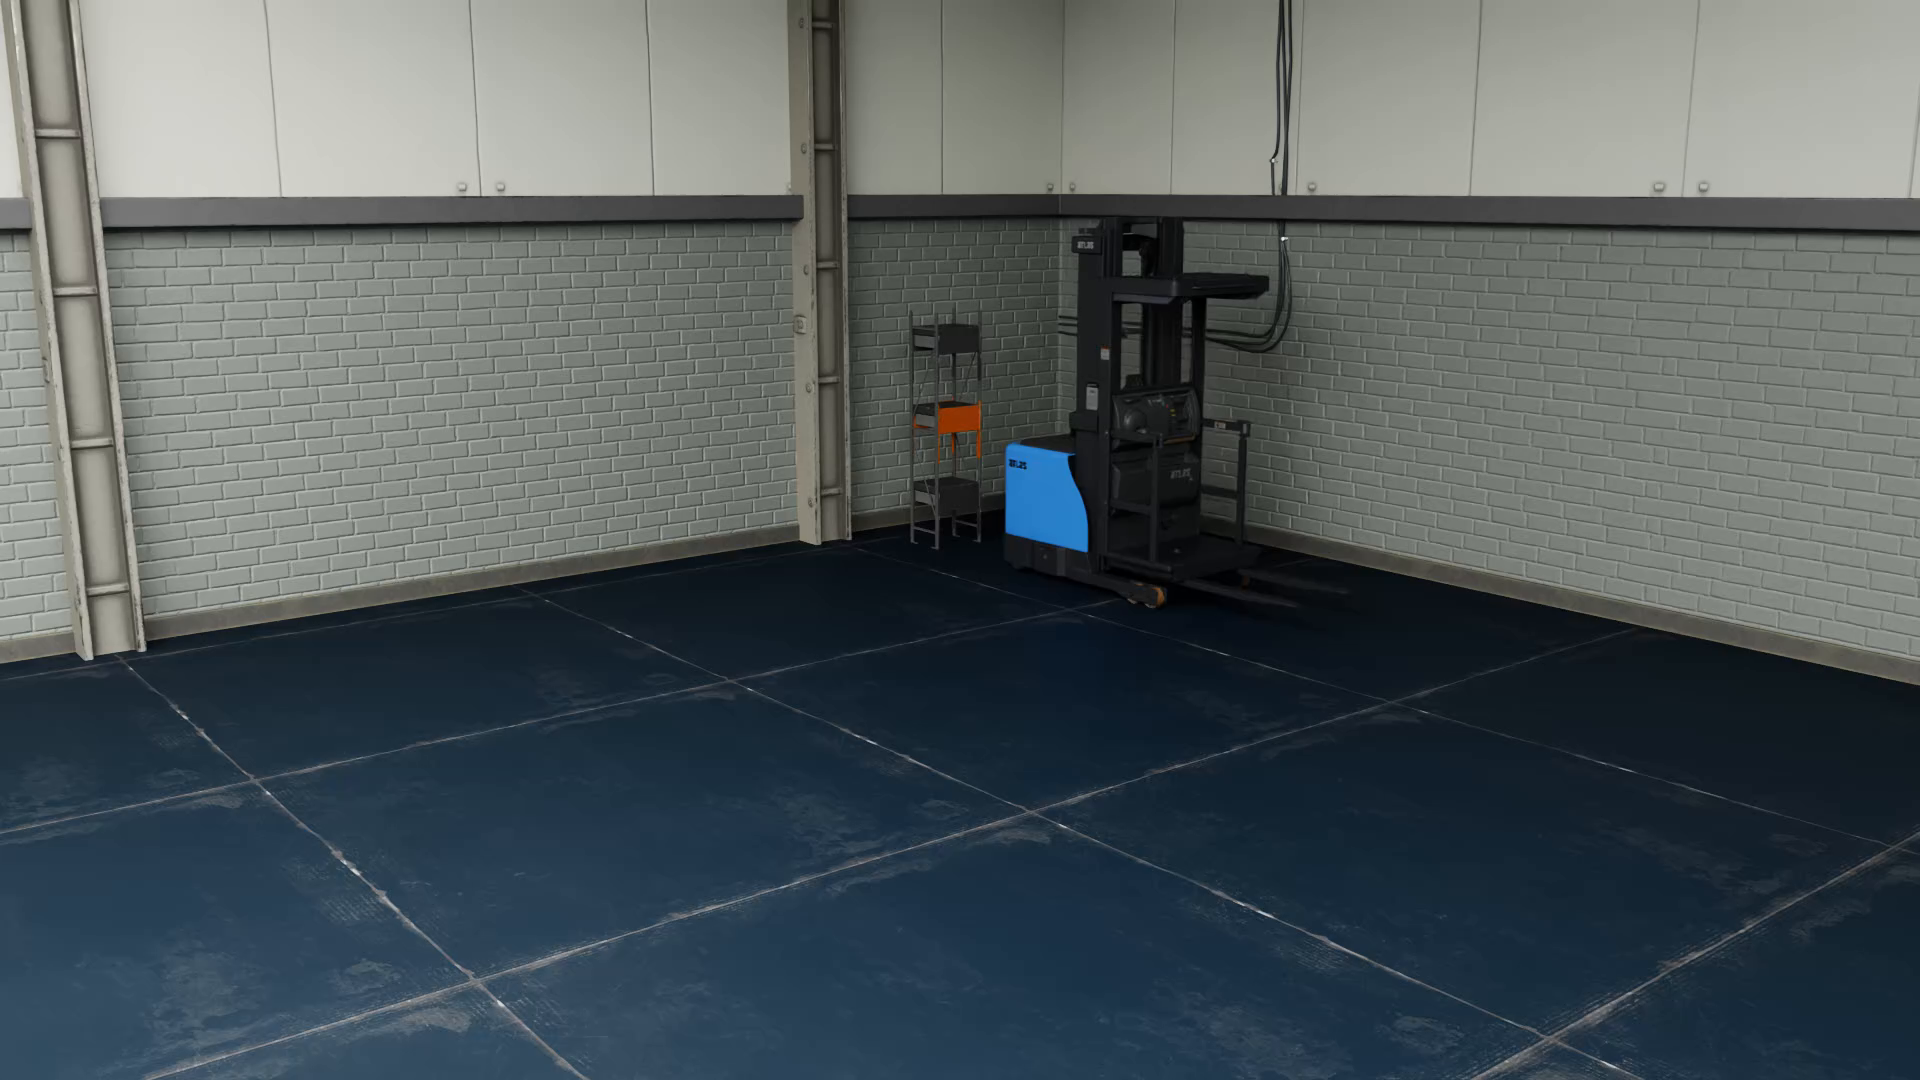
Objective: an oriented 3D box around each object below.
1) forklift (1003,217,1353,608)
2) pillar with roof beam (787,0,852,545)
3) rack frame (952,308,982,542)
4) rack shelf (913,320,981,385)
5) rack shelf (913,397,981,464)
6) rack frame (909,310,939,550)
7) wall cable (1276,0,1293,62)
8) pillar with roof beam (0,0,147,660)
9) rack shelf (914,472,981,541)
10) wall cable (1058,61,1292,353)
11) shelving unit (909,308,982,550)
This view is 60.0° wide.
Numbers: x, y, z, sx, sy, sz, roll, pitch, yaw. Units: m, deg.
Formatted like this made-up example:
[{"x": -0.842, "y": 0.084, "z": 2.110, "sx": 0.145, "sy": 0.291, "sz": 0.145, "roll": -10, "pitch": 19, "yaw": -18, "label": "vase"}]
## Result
[{"x": 1.695, "y": -1.026, "z": 13.024, "sx": 1.130, "sy": 2.935, "sz": 3.031, "roll": -10, "pitch": 15, "yaw": -39, "label": "forklift"}, {"x": 1.450, "y": -3.708, "z": 11.050, "sx": 0.400, "sy": 9.000, "sz": 9.100, "roll": -9, "pitch": 15, "yaw": -38, "label": "pillar with roof beam"}, {"x": 0.061, "y": -1.037, "z": 15.080, "sx": 0.015, "sy": 2.100, "sz": 0.400, "roll": -9, "pitch": 15, "yaw": -38, "label": "rack frame"}, {"x": -0.129, "y": -1.677, "z": 14.788, "sx": 0.480, "sy": 0.518, "sz": 0.431, "roll": -9, "pitch": 15, "yaw": -38, "label": "rack shelf"}, {"x": -0.129, "y": -0.992, "z": 14.934, "sx": 0.480, "sy": 0.518, "sz": 0.431, "roll": -9, "pitch": 15, "yaw": -38, "label": "rack shelf"}, {"x": -0.320, "y": -0.974, "z": 14.782, "sx": 0.015, "sy": 2.100, "sz": 0.400, "roll": -9, "pitch": 15, "yaw": -38, "label": "rack frame"}, {"x": 3.578, "y": -5.087, "z": 12.860, "sx": 0.112, "sy": 2.526, "sz": 3.097, "roll": -9, "pitch": 15, "yaw": -38, "label": "wall cable"}, {"x": -3.235, "y": -2.930, "z": 7.383, "sx": 0.400, "sy": 9.000, "sz": 9.100, "roll": -9, "pitch": 15, "yaw": -38, "label": "pillar with roof beam"}, {"x": -0.129, "y": -0.308, "z": 15.079, "sx": 0.480, "sy": 0.518, "sz": 0.431, "roll": -9, "pitch": 15, "yaw": -38, "label": "rack shelf"}, {"x": 1.888, "y": -3.056, "z": 15.451, "sx": 0.112, "sy": 2.526, "sz": 3.097, "roll": -9, "pitch": 15, "yaw": -38, "label": "wall cable"}, {"x": -0.129, "y": -1.006, "z": 14.931, "sx": 0.503, "sy": 2.100, "sz": 0.431, "roll": -9, "pitch": 15, "yaw": -38, "label": "shelving unit"}]
